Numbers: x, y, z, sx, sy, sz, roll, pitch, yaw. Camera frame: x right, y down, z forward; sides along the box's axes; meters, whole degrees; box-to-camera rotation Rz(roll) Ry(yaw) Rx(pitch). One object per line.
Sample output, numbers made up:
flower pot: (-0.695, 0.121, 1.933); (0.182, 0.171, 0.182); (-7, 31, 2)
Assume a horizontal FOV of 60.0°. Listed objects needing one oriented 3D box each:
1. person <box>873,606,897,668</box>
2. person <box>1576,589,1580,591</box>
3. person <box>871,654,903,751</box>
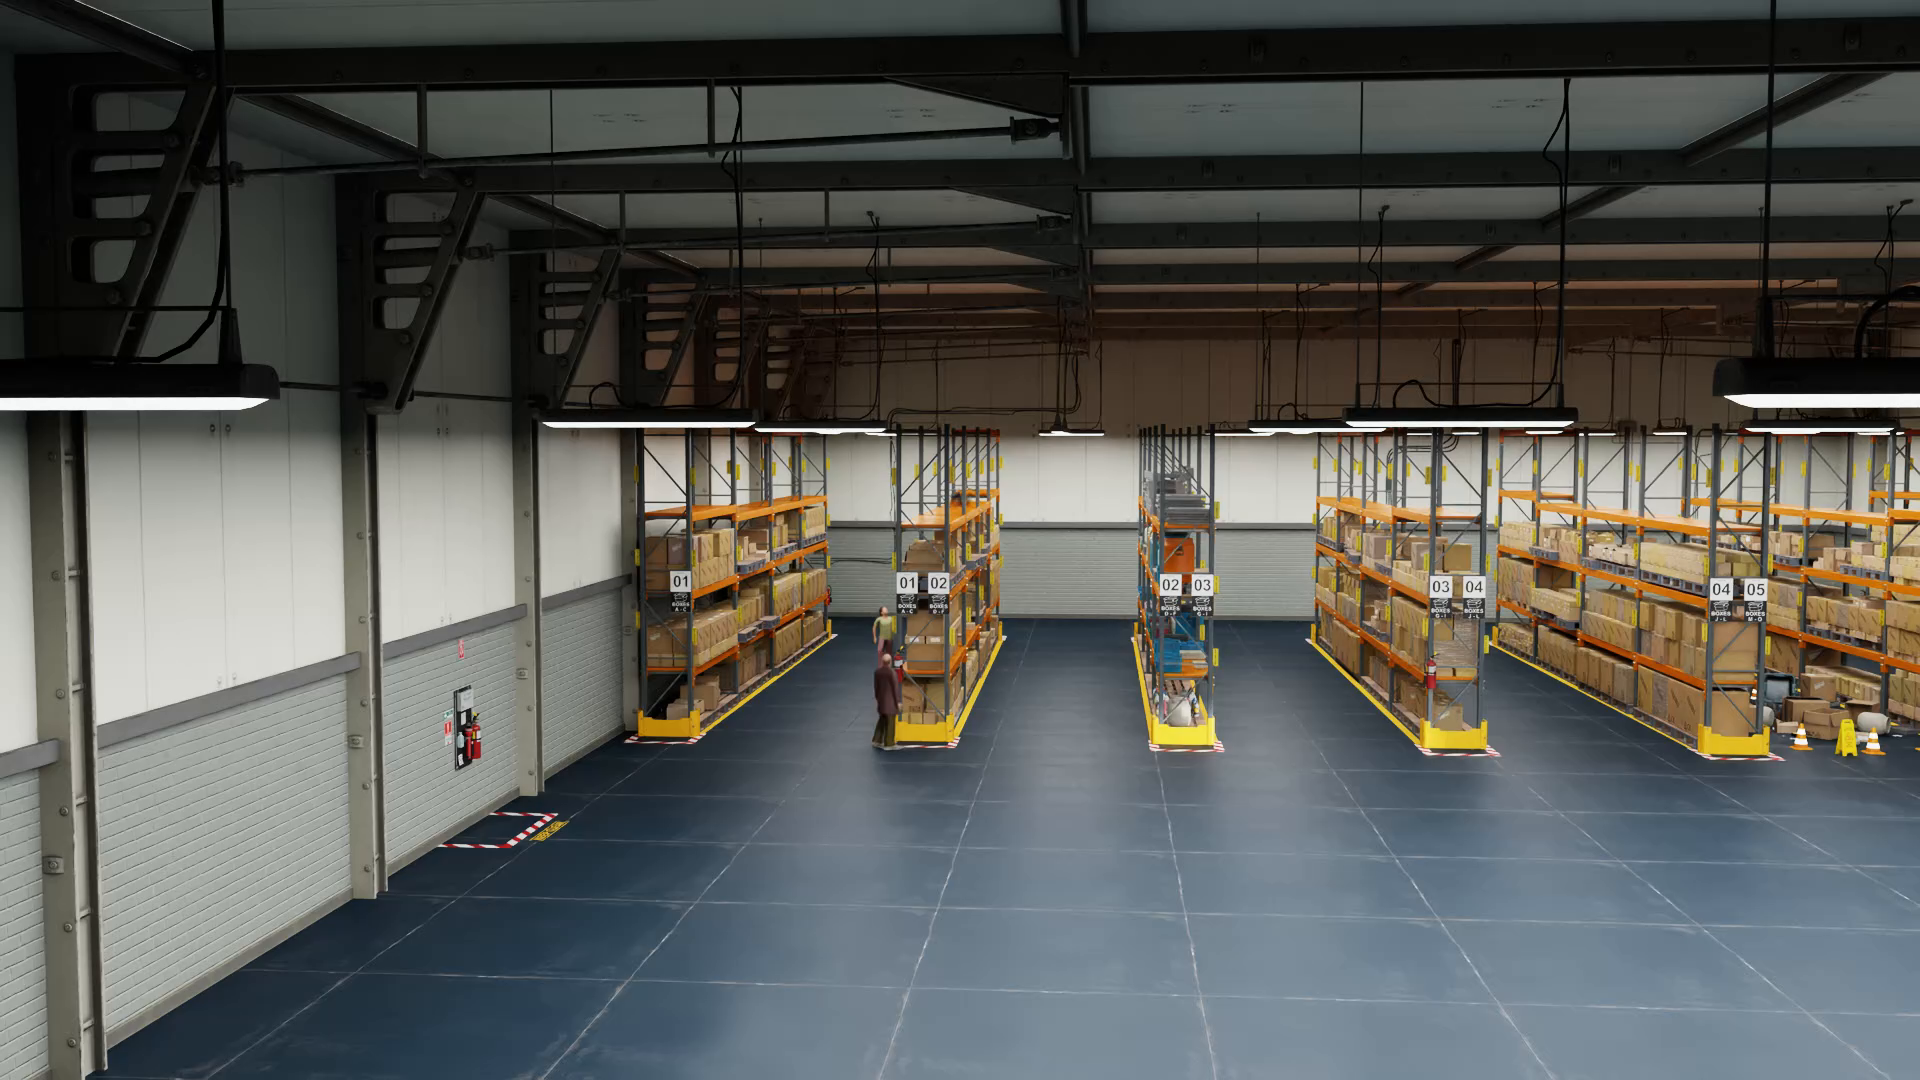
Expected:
person: (-1.816, 2.449, 40.772); (0.649, 1.621, 0.982); (0, 3, 5)
person: (17.282, 2.023, 46.805); (1.043, 1.671, 0.608); (1, 4, 23)
person: (-1.316, 2.995, 30.614); (0.482, 1.827, 0.651); (-2, 4, -35)
